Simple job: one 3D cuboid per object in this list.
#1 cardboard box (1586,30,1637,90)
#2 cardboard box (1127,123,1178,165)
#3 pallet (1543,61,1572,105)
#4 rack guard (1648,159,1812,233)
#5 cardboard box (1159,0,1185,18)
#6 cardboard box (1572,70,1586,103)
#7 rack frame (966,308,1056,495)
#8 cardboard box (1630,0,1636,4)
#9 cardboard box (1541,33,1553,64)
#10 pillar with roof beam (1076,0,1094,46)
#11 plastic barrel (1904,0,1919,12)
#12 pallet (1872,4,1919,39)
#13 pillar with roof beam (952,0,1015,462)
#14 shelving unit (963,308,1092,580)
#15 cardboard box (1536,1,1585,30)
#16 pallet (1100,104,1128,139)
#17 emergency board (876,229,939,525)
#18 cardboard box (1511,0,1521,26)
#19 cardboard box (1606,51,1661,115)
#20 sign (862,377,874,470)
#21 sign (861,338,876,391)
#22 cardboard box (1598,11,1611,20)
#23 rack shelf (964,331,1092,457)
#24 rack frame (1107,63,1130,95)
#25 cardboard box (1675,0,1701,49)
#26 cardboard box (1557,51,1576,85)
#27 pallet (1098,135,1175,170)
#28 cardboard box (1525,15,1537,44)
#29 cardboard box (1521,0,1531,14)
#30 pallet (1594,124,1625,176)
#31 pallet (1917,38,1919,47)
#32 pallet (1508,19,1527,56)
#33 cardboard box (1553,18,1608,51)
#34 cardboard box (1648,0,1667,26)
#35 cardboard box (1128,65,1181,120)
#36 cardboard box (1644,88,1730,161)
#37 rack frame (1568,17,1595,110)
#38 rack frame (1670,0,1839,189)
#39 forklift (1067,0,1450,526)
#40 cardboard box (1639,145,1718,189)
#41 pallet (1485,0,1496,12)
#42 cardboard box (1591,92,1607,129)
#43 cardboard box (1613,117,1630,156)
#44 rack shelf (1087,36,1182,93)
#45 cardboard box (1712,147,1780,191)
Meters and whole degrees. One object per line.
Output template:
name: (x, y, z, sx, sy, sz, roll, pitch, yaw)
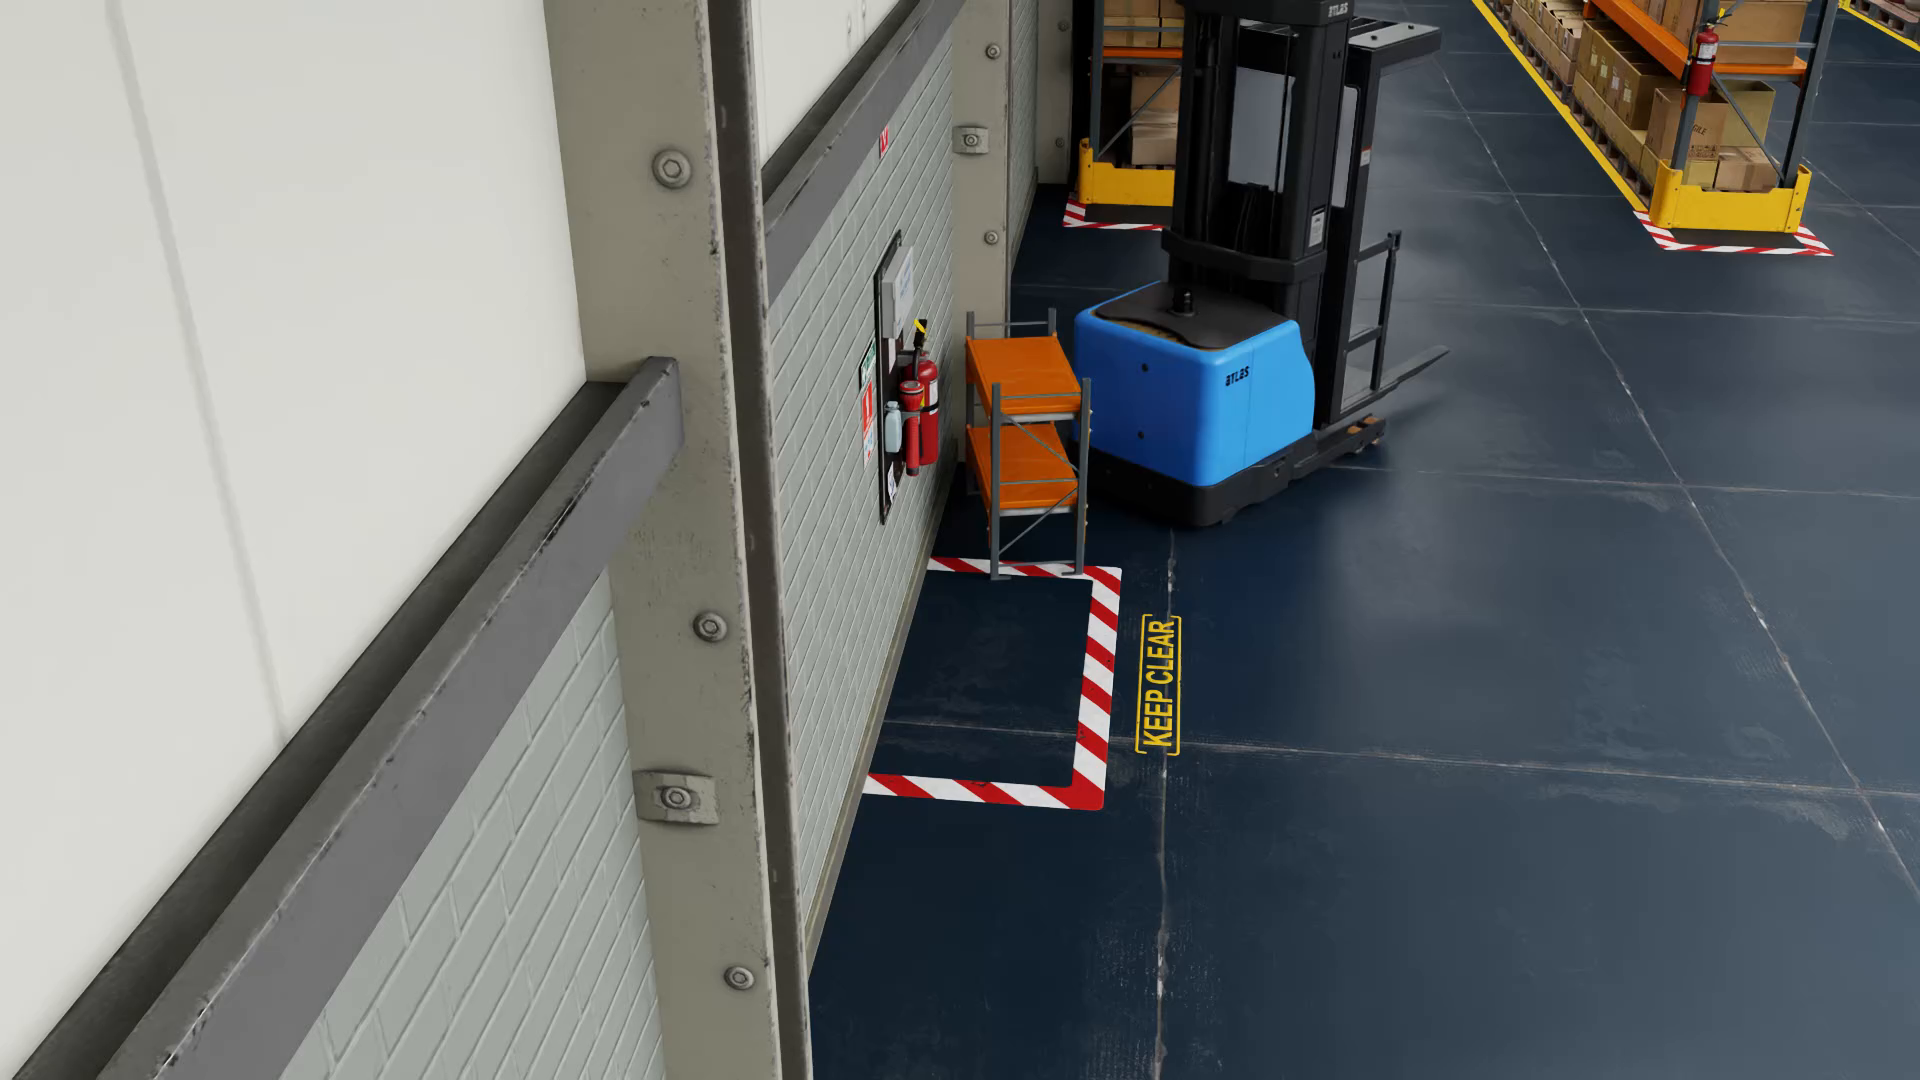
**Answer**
cardboard box: (6.620, -4.797, 16.658, 0.500, 0.500, 0.500, 3, 28, 6)
cardboard box: (1.808, -3.662, 15.257, 0.500, 0.311, 0.500, 0, 28, 0)
pallet: (7.093, -5.050, 18.402, 1.003, 0.211, 1.213, 3, 28, 6)
rack guard: (6.548, -2.934, 14.169, 1.175, 0.500, 0.348, 3, 28, 6)
cardboard box: (1.991, -4.812, 14.366, 0.500, 0.500, 0.500, 3, 28, 6)
cardboard box: (6.684, -4.703, 17.272, 0.500, 0.250, 0.500, 3, 28, 6)
rack frame: (0.285, -0.780, 9.512, 0.500, 1.125, 0.032, -3, 28, -6)
cardboard box: (6.935, -5.515, 16.219, 0.700, 0.500, 0.500, 3, 28, 6)
cardboard box: (6.930, -5.594, 18.927, 0.500, 0.250, 0.500, 4, 29, 7)
pillar with roof beam: (5.869, -9.927, 18.189, 9.100, 9.000, 0.400, 3, 28, 6)
plastic barrel: (12.470, -7.114, 21.472, 0.421, 0.512, 0.421, 0, 28, 0)
pallet: (12.502, -6.668, 21.404, 1.003, 0.211, 1.213, 3, 28, 6)
pillar with roof beam: (4.399, -4.278, 7.704, 9.100, 9.000, 0.400, 3, 28, 6)
shelving unit: (0.347, -0.541, 9.068, 0.538, 1.125, 1.048, -3, 28, -6)
cardboard box: (6.993, -6.074, 19.226, 0.500, 0.311, 0.500, 3, 28, 6)
pallet: (1.930, -4.093, 16.625, 1.003, 0.211, 1.213, 3, 28, 6)
emergency board: (-0.214, -0.727, 7.436, 0.194, 1.169, 0.643, 3, 28, 6)
cardboard box: (7.176, -6.557, 20.714, 0.500, 0.250, 0.500, 3, 28, 6)
cardboard box: (6.492, -4.327, 15.785, 0.500, 0.500, 0.500, 3, 28, 6)
sign: (-0.384, -0.488, 6.955, 0.001, 0.329, 0.234, 3, 28, 6)
sign: (-0.375, -0.723, 6.833, 0.001, 0.109, 0.331, 3, 28, 6)
cardboard box: (7.468, -5.809, 18.735, 0.500, 0.311, 0.500, 2, 28, 5)
rack shelf: (0.347, -0.799, 8.929, 0.538, 0.278, 1.000, -3, 28, -6)
rack frame: (2.124, -6.215, 17.623, 1.000, 3.000, 0.127, 3, 28, 6)
cardboard box: (6.681, -4.556, 14.440, 0.700, 0.500, 0.500, 4, 29, 8)
cardboard box: (6.804, -5.115, 18.038, 0.500, 0.250, 0.500, 3, 28, 6)
pallet: (1.778, -3.521, 15.562, 1.003, 0.211, 1.213, 3, 28, 6)
cardboard box: (7.057, -6.075, 19.820, 0.500, 0.250, 0.500, 3, 28, 5)
cardboard box: (7.120, -6.556, 20.121, 0.500, 0.311, 0.500, 3, 28, 5)
pallet: (6.755, -3.753, 15.994, 1.003, 0.211, 1.213, 3, 28, 6)
pallet: (12.313, -5.932, 20.038, 1.003, 0.211, 1.213, 3, 28, 6)
pallet: (7.392, -6.199, 20.534, 1.003, 0.211, 1.213, 3, 28, 6)
cardboard box: (6.864, -5.603, 18.352, 0.500, 0.311, 0.500, 4, 29, 8)
cardboard box: (6.808, -5.038, 15.333, 0.700, 0.500, 0.500, 4, 29, 8)
cardboard box: (2.018, -4.356, 16.346, 0.700, 0.500, 0.500, 2, 28, 3)
cardboard box: (6.322, -3.620, 14.473, 0.500, 0.500, 0.500, 3, 28, 6)
rack frame: (7.041, -5.929, 17.092, 1.000, 3.000, 0.127, 3, 28, 6)
rack frame: (6.551, -4.046, 13.597, 1.000, 3.000, 0.127, 3, 28, 6)
forklift: (2.008, -1.972, 9.821, 1.130, 2.935, 3.031, 24, 37, 37)
cardboard box: (6.324, -3.290, 14.650, 0.500, 0.250, 0.500, 3, 28, 6)
pallet: (7.812, -7.506, 22.960, 1.003, 0.211, 1.213, 3, 28, 6)
cardboard box: (6.551, -4.232, 16.400, 0.500, 0.250, 0.500, 3, 28, 6)
cardboard box: (6.432, -3.761, 15.526, 0.500, 0.250, 0.500, 3, 28, 6)
rack shelf: (1.879, -4.957, 16.047, 1.077, 0.370, 4.000, 3, 28, 6)
cardboard box: (6.838, -3.260, 14.594, 0.500, 0.250, 0.500, 3, 28, 6)
